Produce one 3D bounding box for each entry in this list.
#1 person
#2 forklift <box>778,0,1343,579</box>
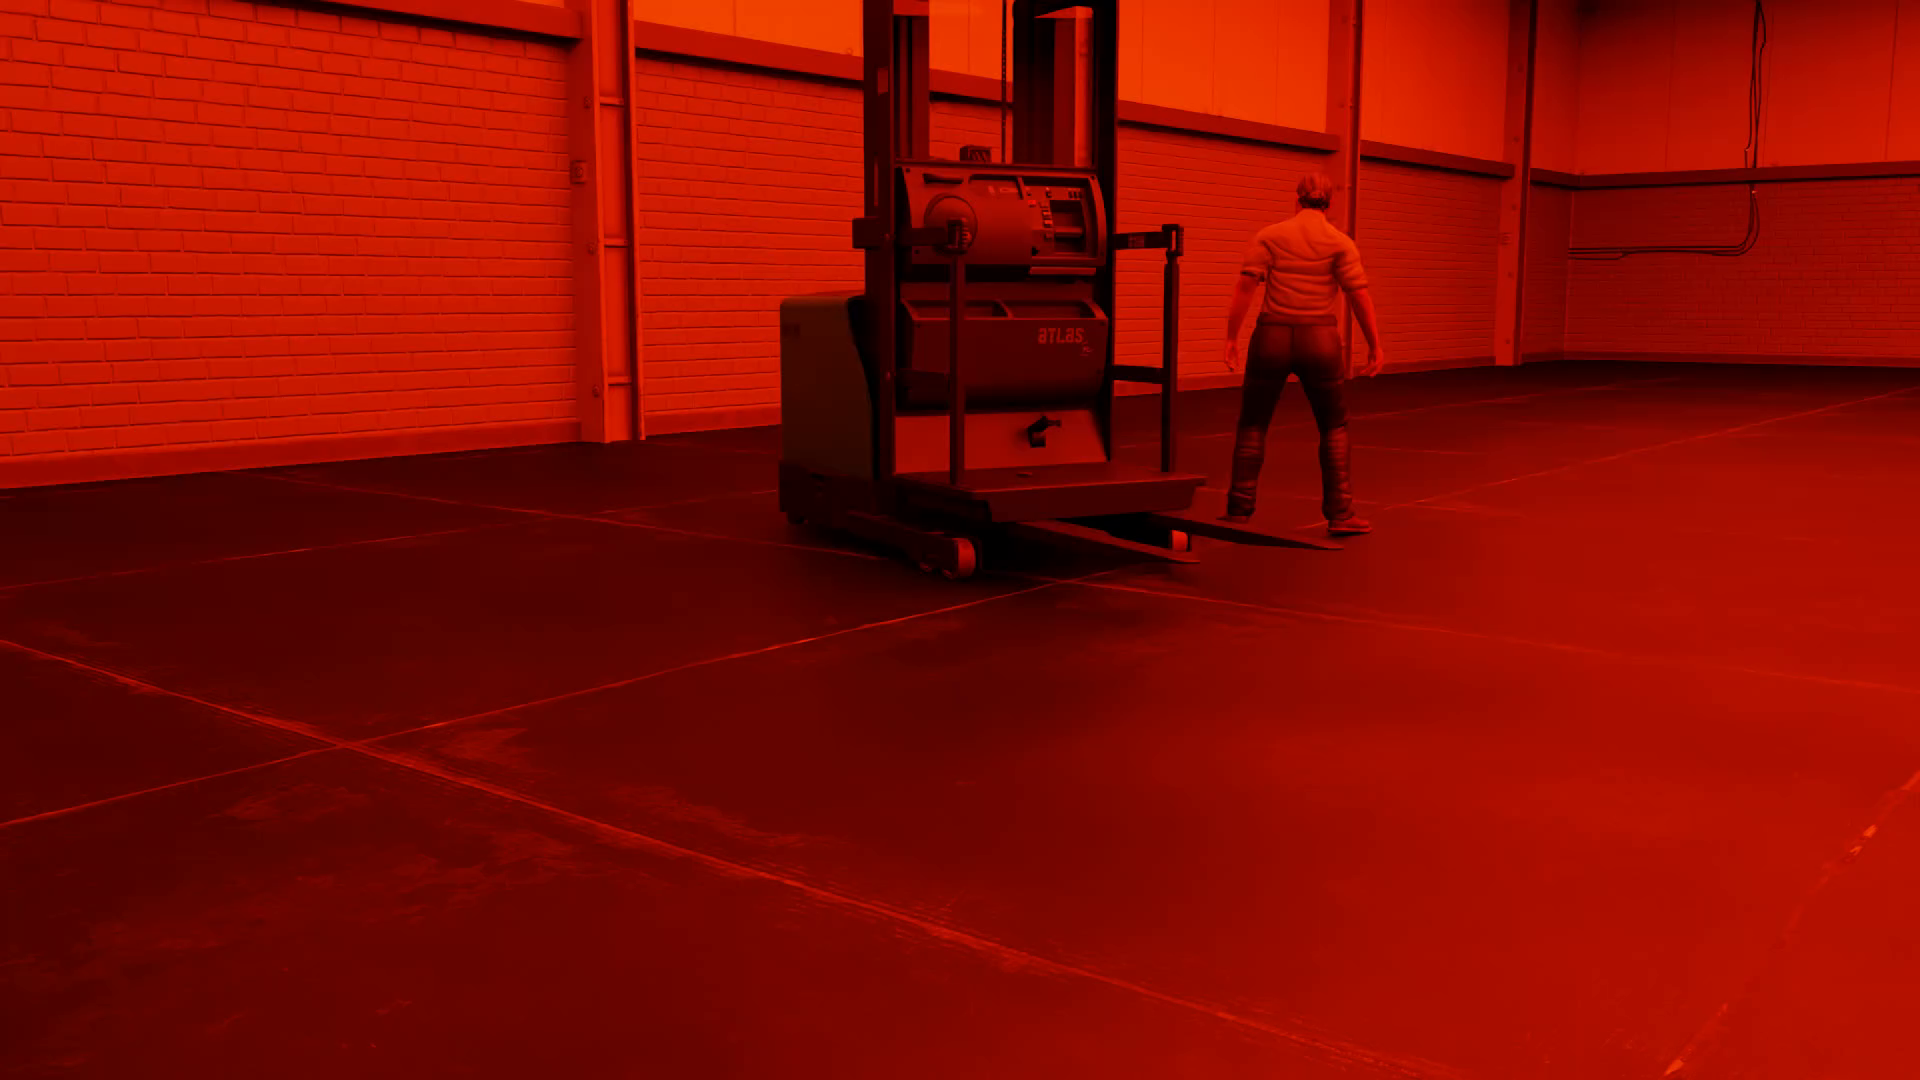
[{"bbox_3d":[1.538,-0.842,7.568,0.748,1.640,0.344,3,9,17],"label":"person"},{"bbox_3d":[0.294,-1.373,6.664,1.130,2.935,3.031,-5,9,-28],"label":"forklift"}]
